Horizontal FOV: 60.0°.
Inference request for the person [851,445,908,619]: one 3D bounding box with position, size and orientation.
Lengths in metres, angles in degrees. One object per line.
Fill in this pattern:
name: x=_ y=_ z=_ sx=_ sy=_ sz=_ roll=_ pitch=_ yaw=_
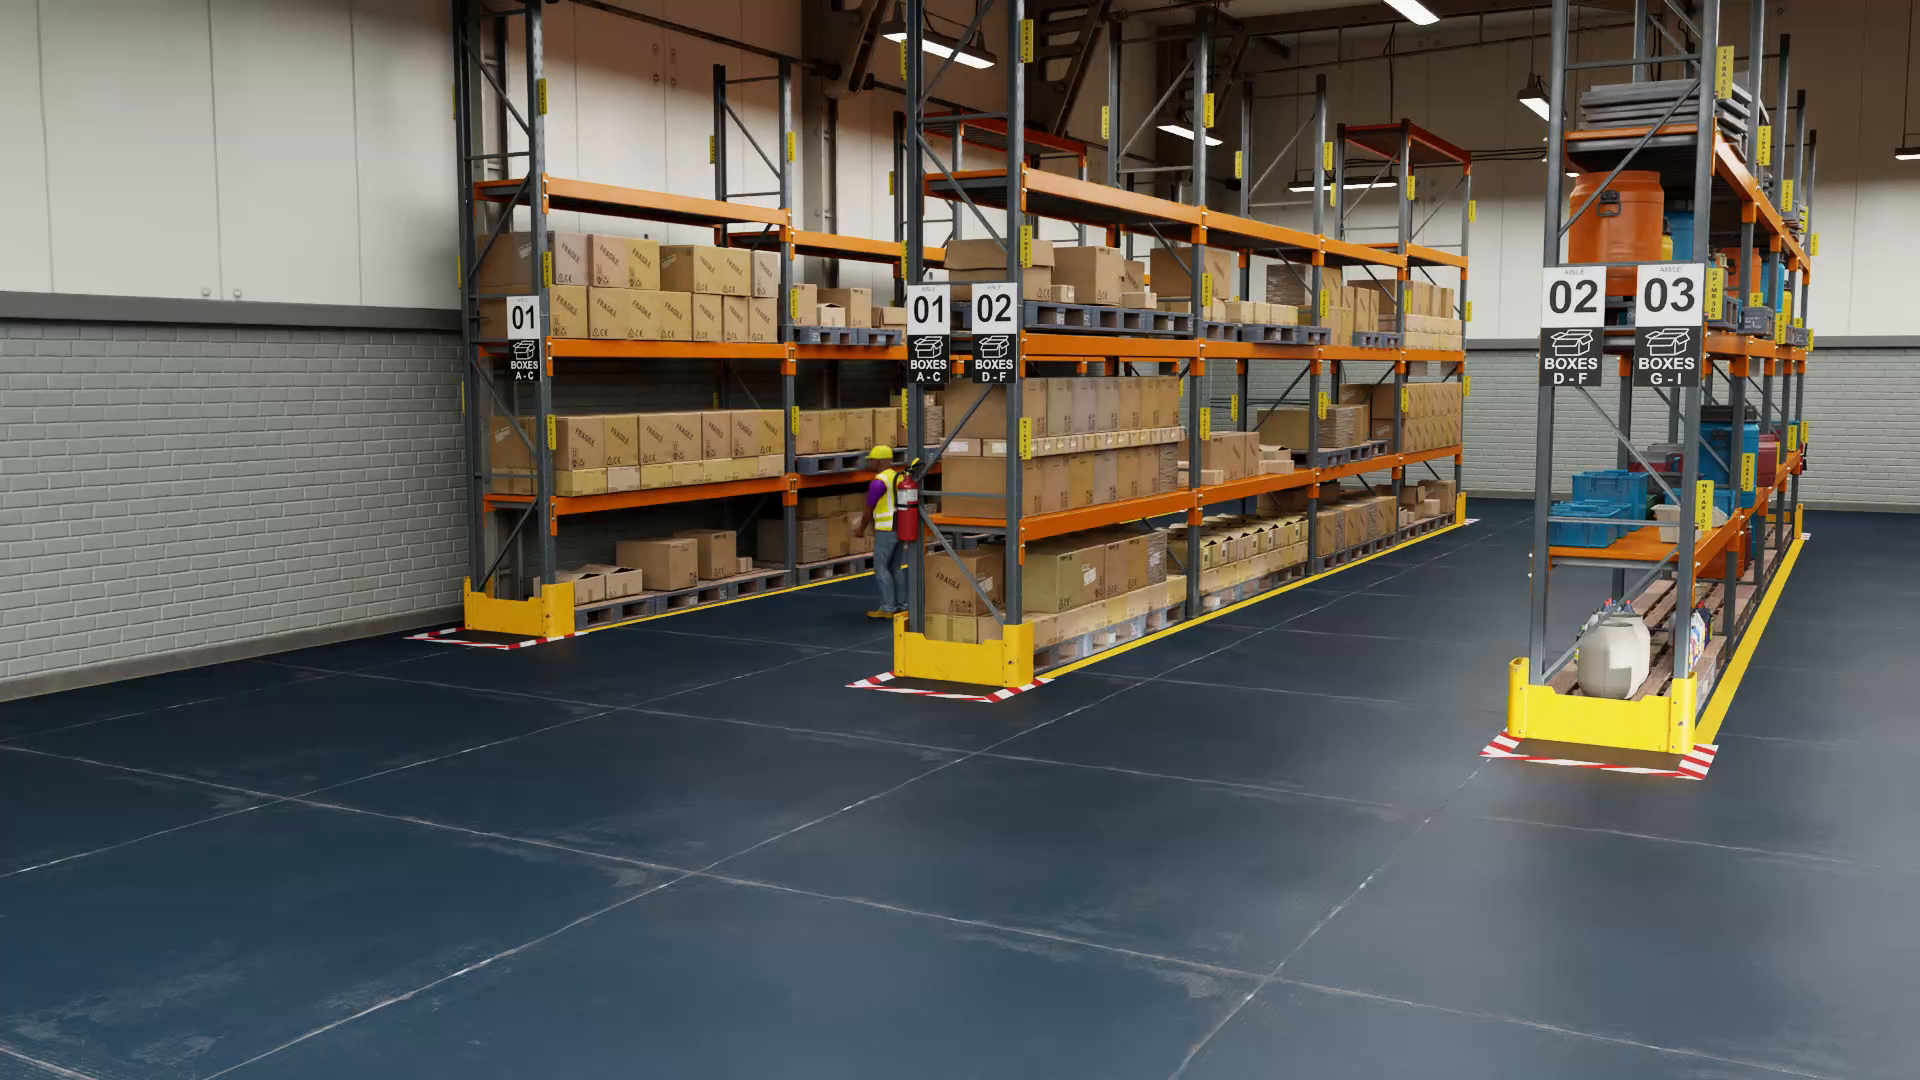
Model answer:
person: x=-0.808 y=-0.092 z=16.975 sx=0.586 sy=1.752 sz=0.503 roll=3 pitch=7 yaw=27
